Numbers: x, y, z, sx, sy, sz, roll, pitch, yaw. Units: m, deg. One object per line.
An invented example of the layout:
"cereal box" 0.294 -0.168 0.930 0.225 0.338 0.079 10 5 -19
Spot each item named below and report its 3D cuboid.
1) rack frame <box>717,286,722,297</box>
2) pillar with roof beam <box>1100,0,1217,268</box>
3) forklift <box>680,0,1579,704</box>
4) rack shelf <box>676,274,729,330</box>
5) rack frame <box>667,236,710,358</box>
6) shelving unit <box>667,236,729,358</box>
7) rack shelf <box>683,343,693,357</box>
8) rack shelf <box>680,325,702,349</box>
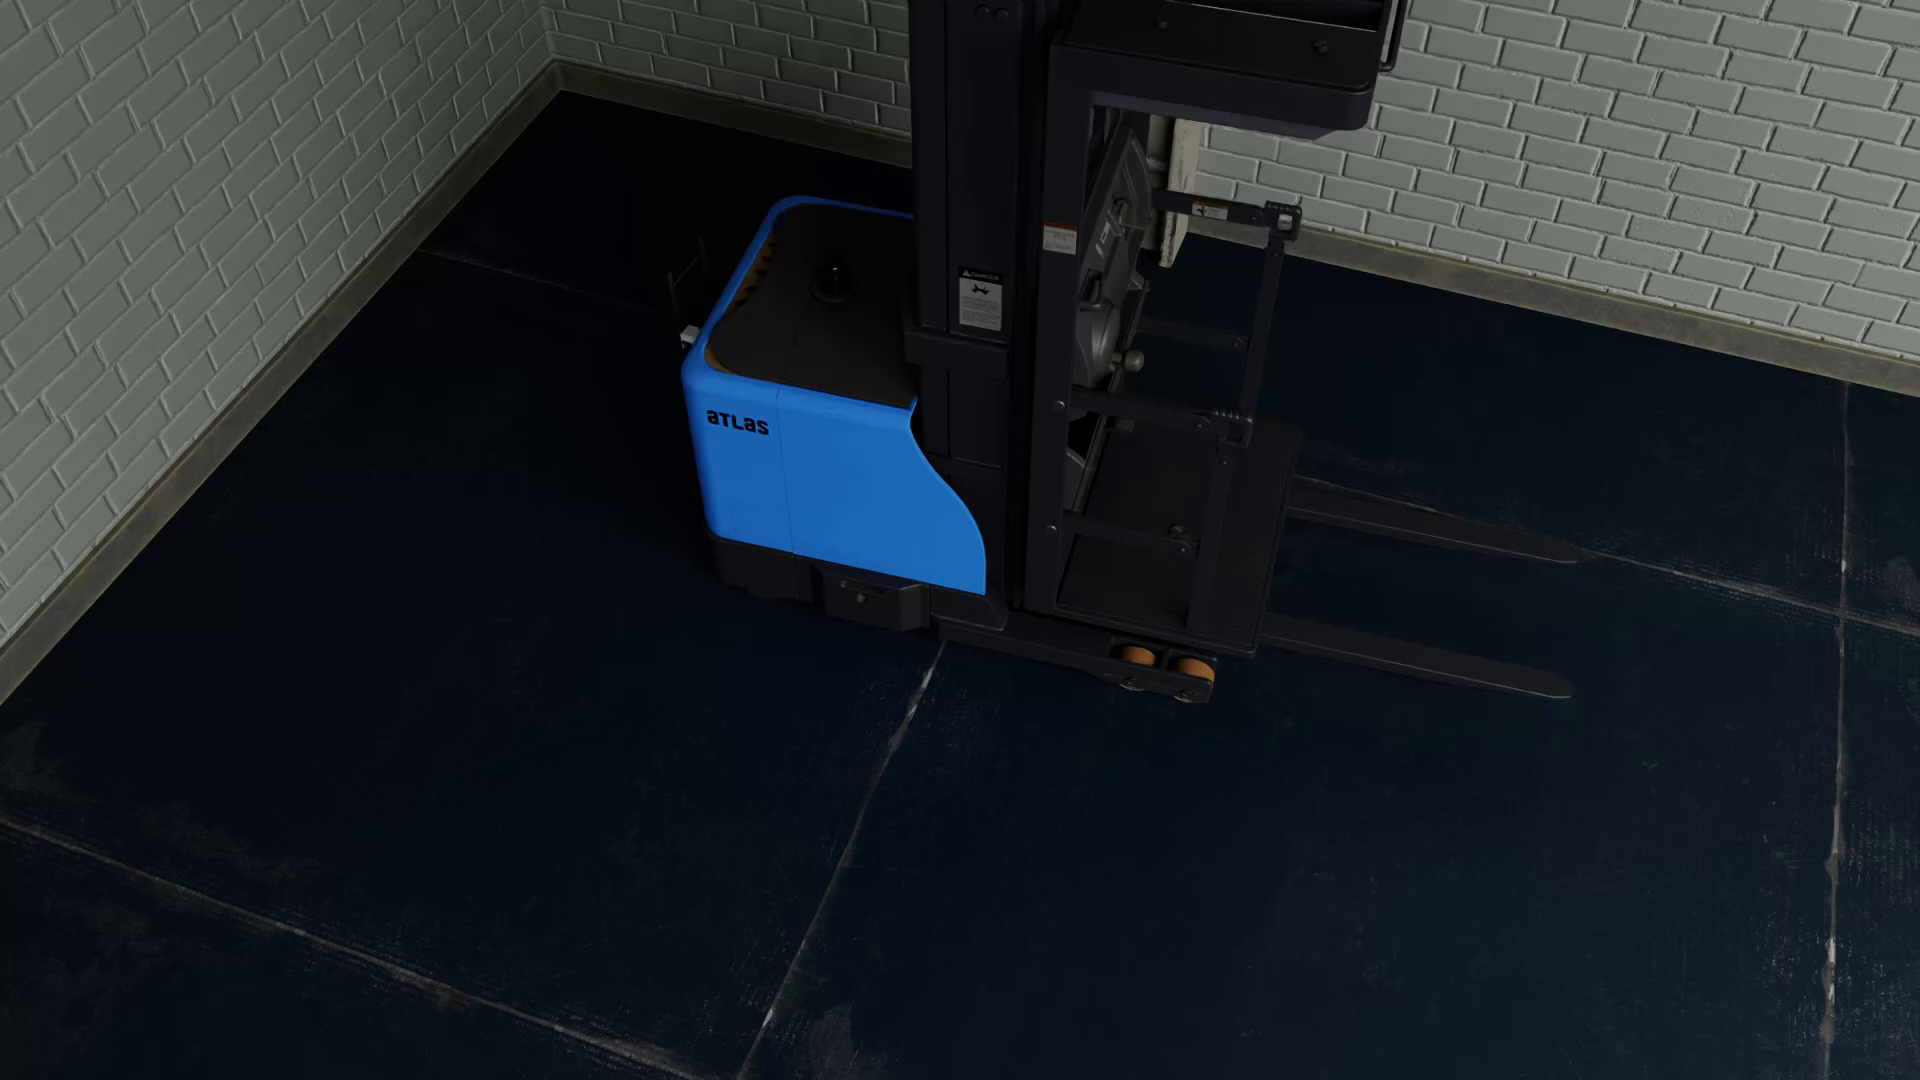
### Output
"rack frame" -0.783 -0.660 6.217 0.006 0.900 0.240 17 51 17
"pillar with roof beam" -0.704 -1.247 1.376 0.400 9.000 9.100 16 51 13
"forklift" 0.659 -0.846 5.043 3.031 2.935 1.130 12 50 10
"rack shelf" -0.883 -0.846 6.070 0.200 0.077 0.258 17 51 17
"rack frame" -0.968 -0.718 6.277 0.006 0.900 0.240 17 51 17
"shelving unit" -0.875 -0.689 6.247 0.210 0.900 0.258 17 51 17
"rack shelf" -0.877 -0.727 6.205 0.200 0.077 0.258 17 51 17
"rack shelf" -0.880 -0.787 6.137 0.200 0.077 0.258 17 51 17
